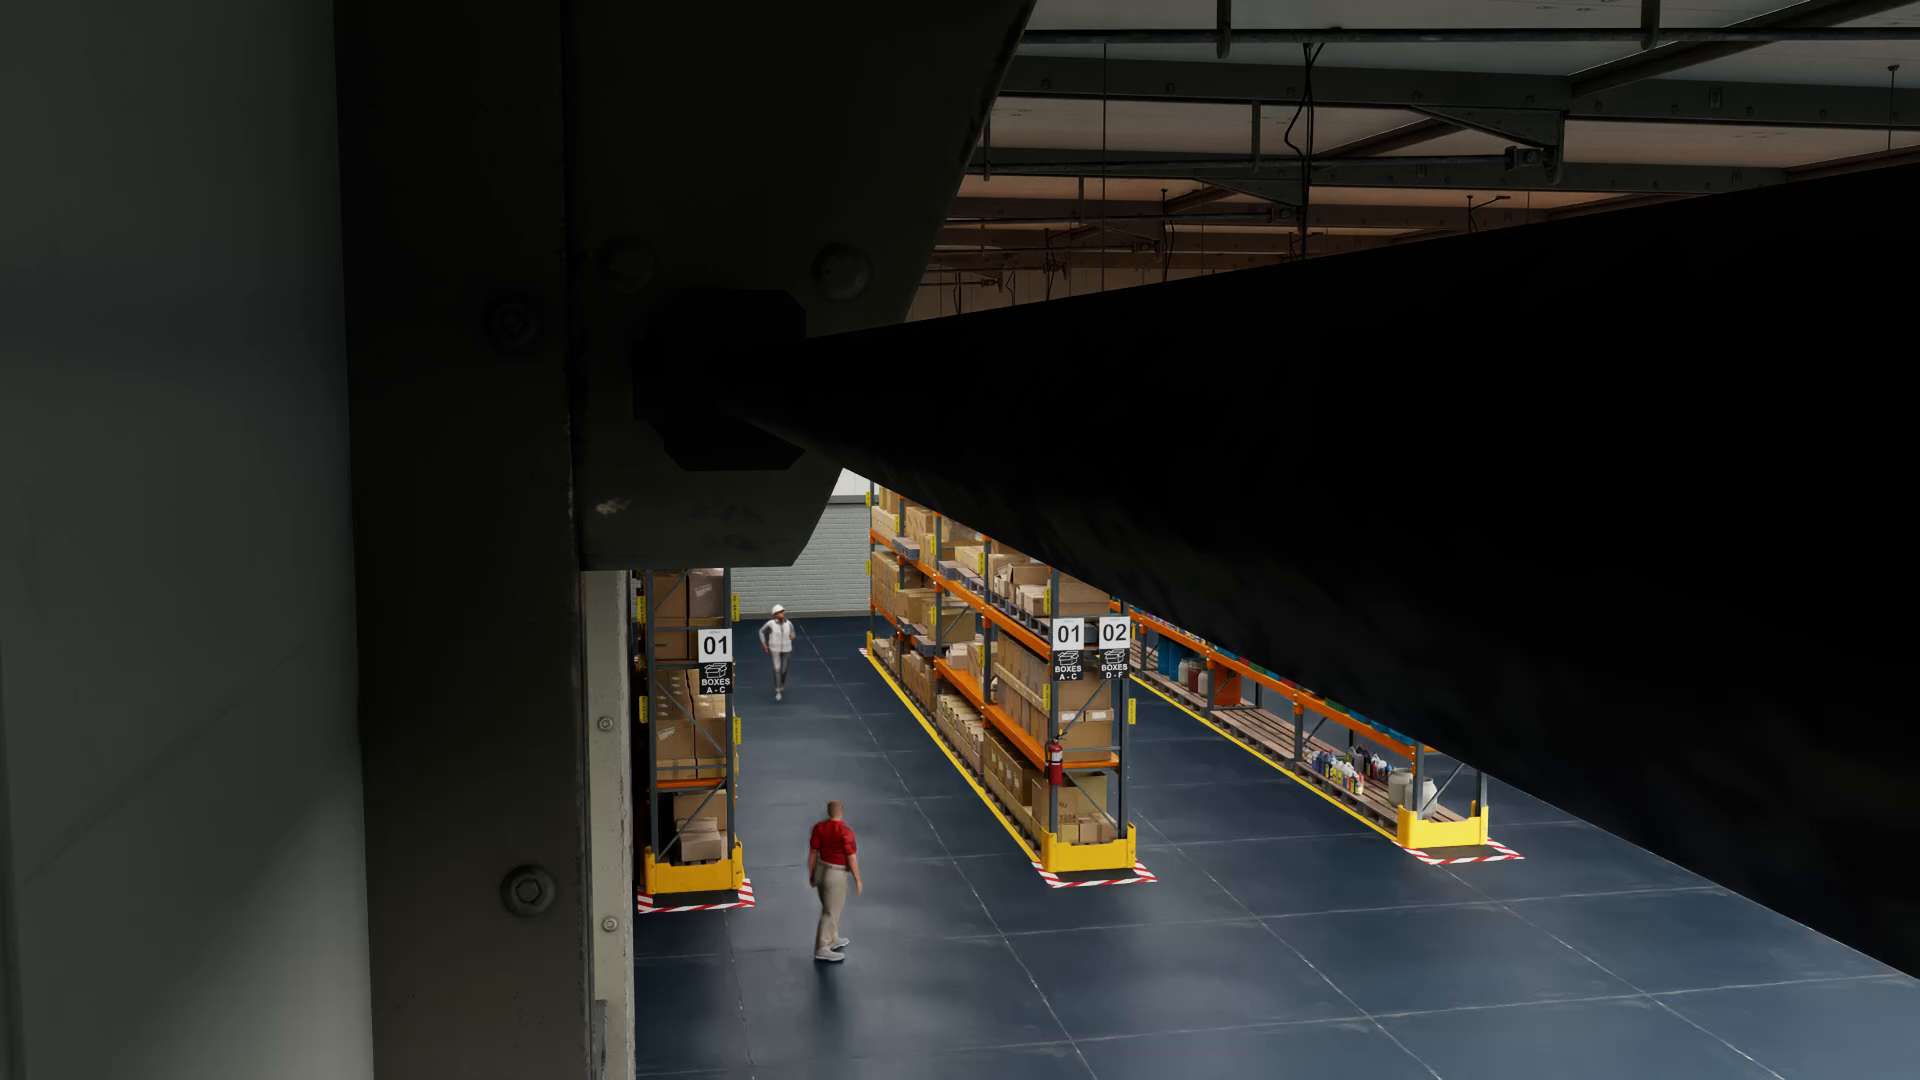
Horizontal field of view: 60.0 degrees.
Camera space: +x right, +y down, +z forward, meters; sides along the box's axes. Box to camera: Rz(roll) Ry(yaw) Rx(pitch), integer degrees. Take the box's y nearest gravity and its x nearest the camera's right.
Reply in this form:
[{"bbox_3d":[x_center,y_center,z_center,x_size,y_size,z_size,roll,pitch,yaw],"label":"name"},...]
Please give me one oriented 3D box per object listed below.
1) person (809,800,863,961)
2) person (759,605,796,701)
[{"bbox_3d":[-1.314,3.618,17.841,0.603,1.713,0.598,-5,8,-39],"label":"person"},{"bbox_3d":[-3.458,2.113,31.737,0.719,1.742,0.995,-1,6,-14],"label":"person"}]
